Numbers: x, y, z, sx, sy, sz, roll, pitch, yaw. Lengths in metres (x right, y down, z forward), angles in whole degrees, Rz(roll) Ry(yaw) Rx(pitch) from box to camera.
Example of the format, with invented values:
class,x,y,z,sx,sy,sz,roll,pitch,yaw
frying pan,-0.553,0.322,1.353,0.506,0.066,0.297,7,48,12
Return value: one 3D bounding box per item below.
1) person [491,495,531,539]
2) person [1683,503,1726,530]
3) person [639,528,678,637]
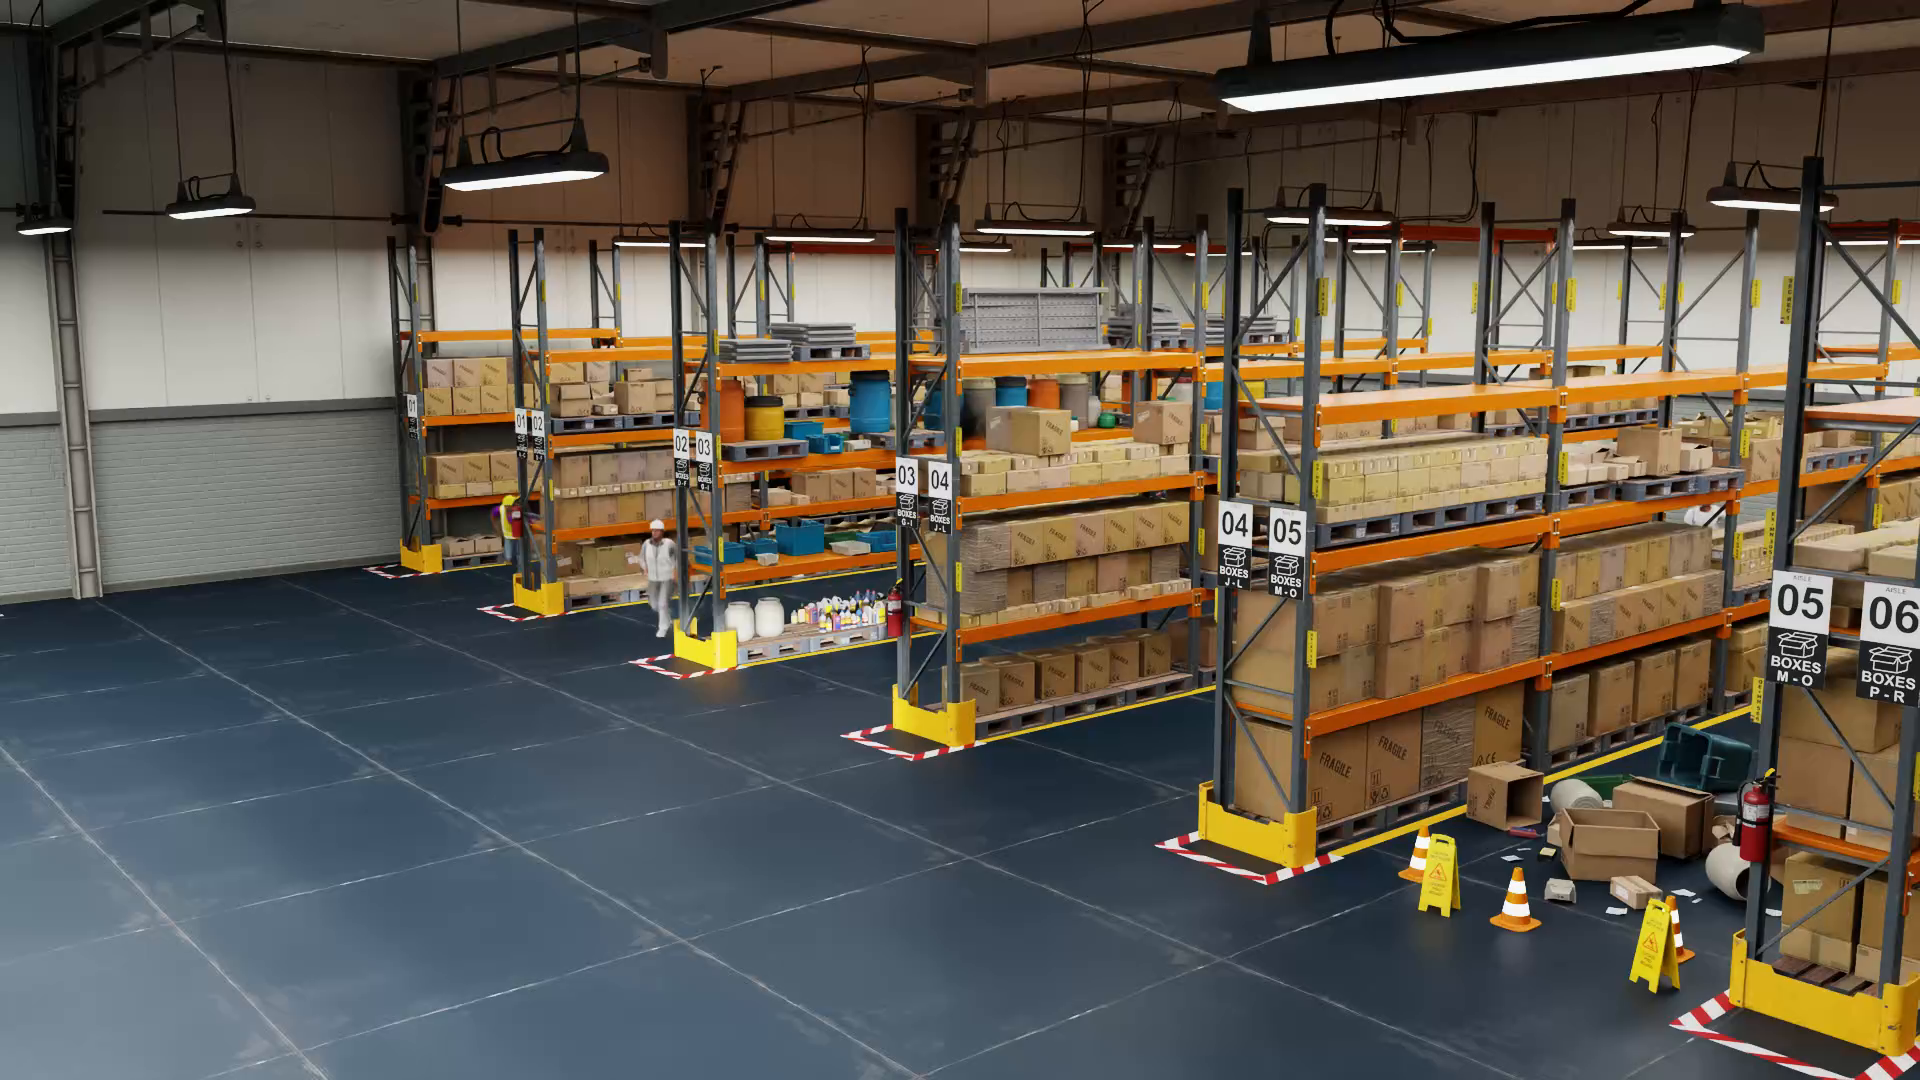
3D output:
class,x,y,z,sx,sy,sz,roll,pitch,yaw
person,-7.753,-0.396,28.618,0.744,0.802,0.701,0,9,2
person,12.325,0.090,27.538,0.680,1.787,0.850,8,12,40
person,-4.392,0.566,24.519,0.655,1.676,0.758,2,9,13
